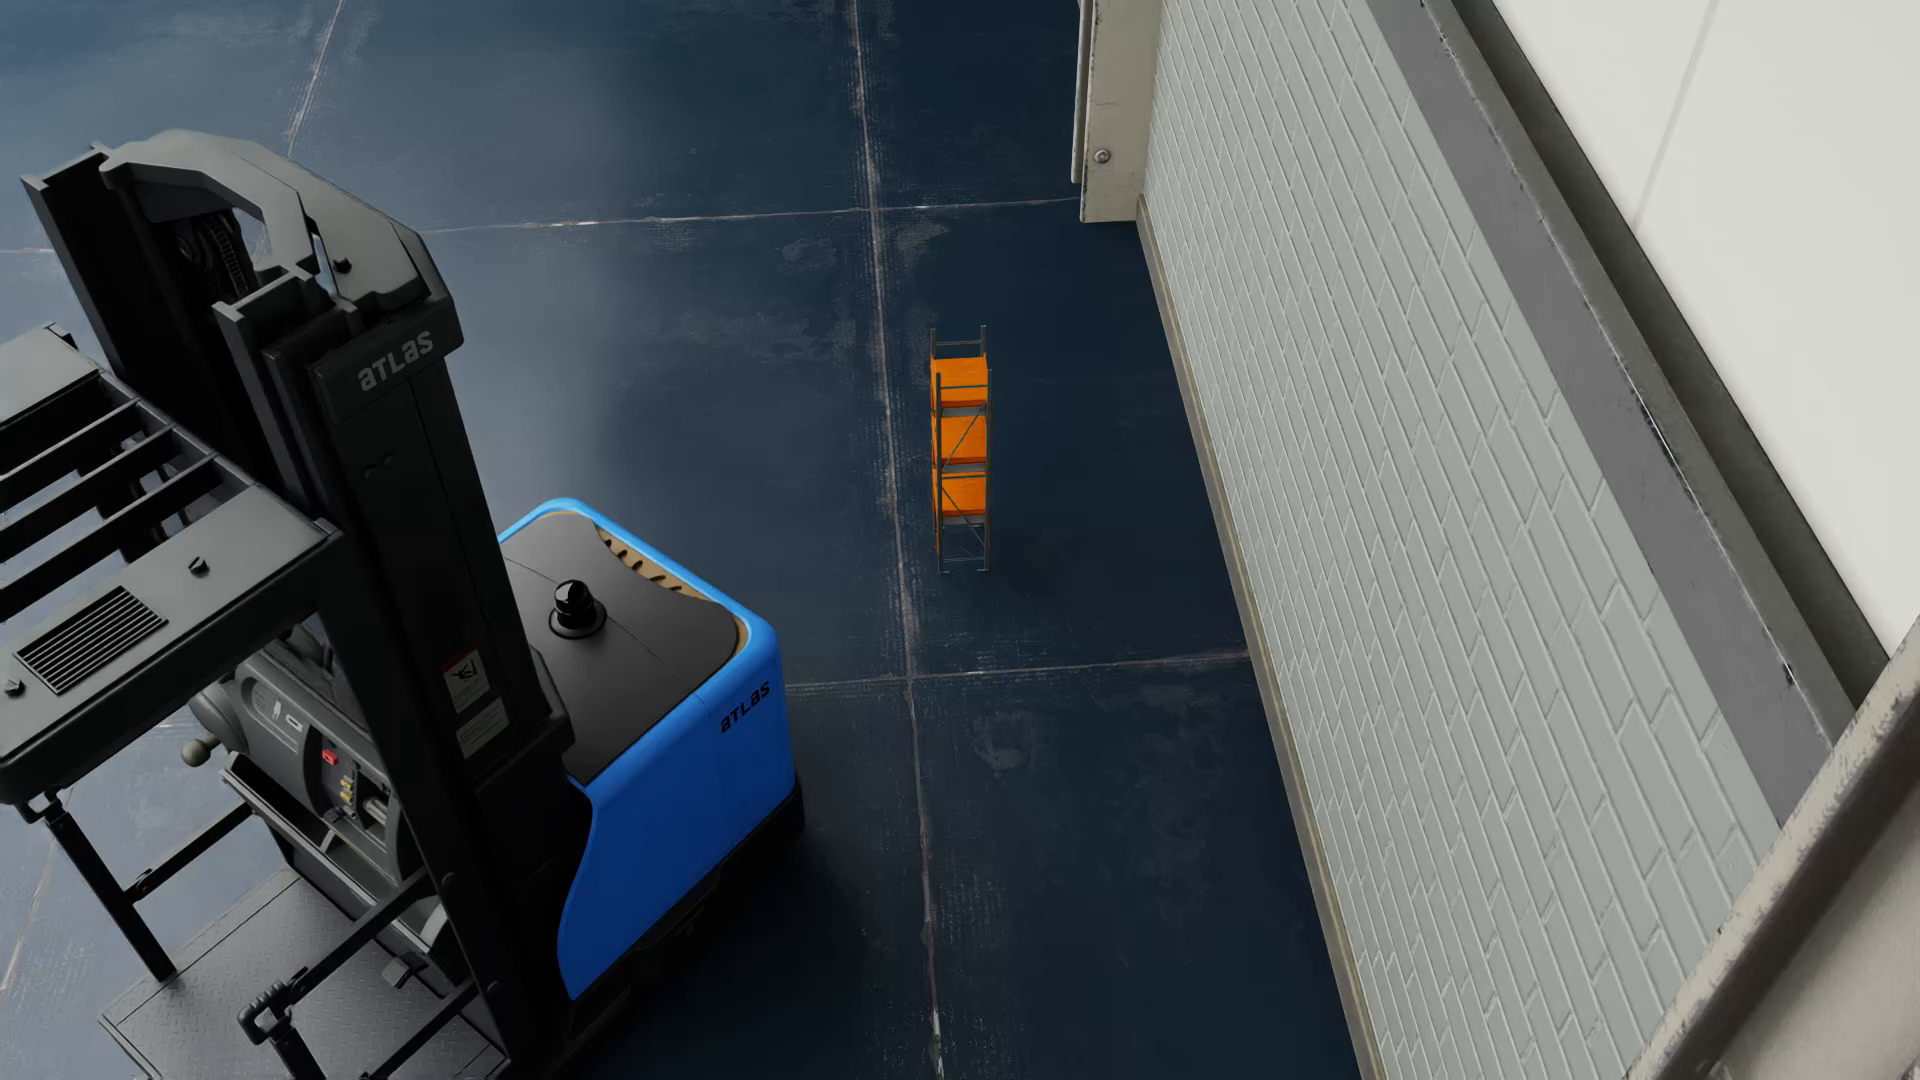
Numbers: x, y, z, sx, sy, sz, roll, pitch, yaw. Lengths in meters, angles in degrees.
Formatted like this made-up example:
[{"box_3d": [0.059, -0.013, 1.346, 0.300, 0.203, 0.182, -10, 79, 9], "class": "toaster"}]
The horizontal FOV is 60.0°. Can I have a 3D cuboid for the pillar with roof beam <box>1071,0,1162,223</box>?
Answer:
[{"box_3d": [-3.552, -4.558, 4.869, 9.100, 9.000, 0.400, -3, 47, -3], "class": "pillar with roof beam"}]

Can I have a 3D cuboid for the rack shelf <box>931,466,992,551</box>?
[{"box_3d": [0.004, -0.124, 6.542, 0.215, 0.259, 0.240, -3, 47, -3], "class": "rack shelf"}]

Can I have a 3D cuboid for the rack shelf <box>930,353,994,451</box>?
[{"box_3d": [0.004, -0.510, 6.134, 0.215, 0.259, 0.240, -3, 47, -3], "class": "rack shelf"}]

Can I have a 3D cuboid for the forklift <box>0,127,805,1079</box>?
[{"box_3d": [-1.847, 0.620, 4.144, 1.130, 2.935, 3.031, 30, 54, 25], "class": "forklift"}]

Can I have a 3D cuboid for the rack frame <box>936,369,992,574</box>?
[{"box_3d": [0.015, -0.234, 6.249, 0.200, 1.050, 0.008, -3, 47, -3], "class": "rack frame"}]

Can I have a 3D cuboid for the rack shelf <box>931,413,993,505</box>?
[{"box_3d": [0.004, -0.315, 6.340, 0.215, 0.259, 0.240, -3, 47, -3], "class": "rack shelf"}]

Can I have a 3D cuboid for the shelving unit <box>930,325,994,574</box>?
[{"box_3d": [0.004, -0.322, 6.332, 0.215, 1.050, 0.252, -3, 47, -3], "class": "shelving unit"}]

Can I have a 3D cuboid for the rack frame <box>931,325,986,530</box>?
[{"box_3d": [-0.006, -0.411, 6.416, 0.200, 1.050, 0.008, -3, 47, -3], "class": "rack frame"}]
